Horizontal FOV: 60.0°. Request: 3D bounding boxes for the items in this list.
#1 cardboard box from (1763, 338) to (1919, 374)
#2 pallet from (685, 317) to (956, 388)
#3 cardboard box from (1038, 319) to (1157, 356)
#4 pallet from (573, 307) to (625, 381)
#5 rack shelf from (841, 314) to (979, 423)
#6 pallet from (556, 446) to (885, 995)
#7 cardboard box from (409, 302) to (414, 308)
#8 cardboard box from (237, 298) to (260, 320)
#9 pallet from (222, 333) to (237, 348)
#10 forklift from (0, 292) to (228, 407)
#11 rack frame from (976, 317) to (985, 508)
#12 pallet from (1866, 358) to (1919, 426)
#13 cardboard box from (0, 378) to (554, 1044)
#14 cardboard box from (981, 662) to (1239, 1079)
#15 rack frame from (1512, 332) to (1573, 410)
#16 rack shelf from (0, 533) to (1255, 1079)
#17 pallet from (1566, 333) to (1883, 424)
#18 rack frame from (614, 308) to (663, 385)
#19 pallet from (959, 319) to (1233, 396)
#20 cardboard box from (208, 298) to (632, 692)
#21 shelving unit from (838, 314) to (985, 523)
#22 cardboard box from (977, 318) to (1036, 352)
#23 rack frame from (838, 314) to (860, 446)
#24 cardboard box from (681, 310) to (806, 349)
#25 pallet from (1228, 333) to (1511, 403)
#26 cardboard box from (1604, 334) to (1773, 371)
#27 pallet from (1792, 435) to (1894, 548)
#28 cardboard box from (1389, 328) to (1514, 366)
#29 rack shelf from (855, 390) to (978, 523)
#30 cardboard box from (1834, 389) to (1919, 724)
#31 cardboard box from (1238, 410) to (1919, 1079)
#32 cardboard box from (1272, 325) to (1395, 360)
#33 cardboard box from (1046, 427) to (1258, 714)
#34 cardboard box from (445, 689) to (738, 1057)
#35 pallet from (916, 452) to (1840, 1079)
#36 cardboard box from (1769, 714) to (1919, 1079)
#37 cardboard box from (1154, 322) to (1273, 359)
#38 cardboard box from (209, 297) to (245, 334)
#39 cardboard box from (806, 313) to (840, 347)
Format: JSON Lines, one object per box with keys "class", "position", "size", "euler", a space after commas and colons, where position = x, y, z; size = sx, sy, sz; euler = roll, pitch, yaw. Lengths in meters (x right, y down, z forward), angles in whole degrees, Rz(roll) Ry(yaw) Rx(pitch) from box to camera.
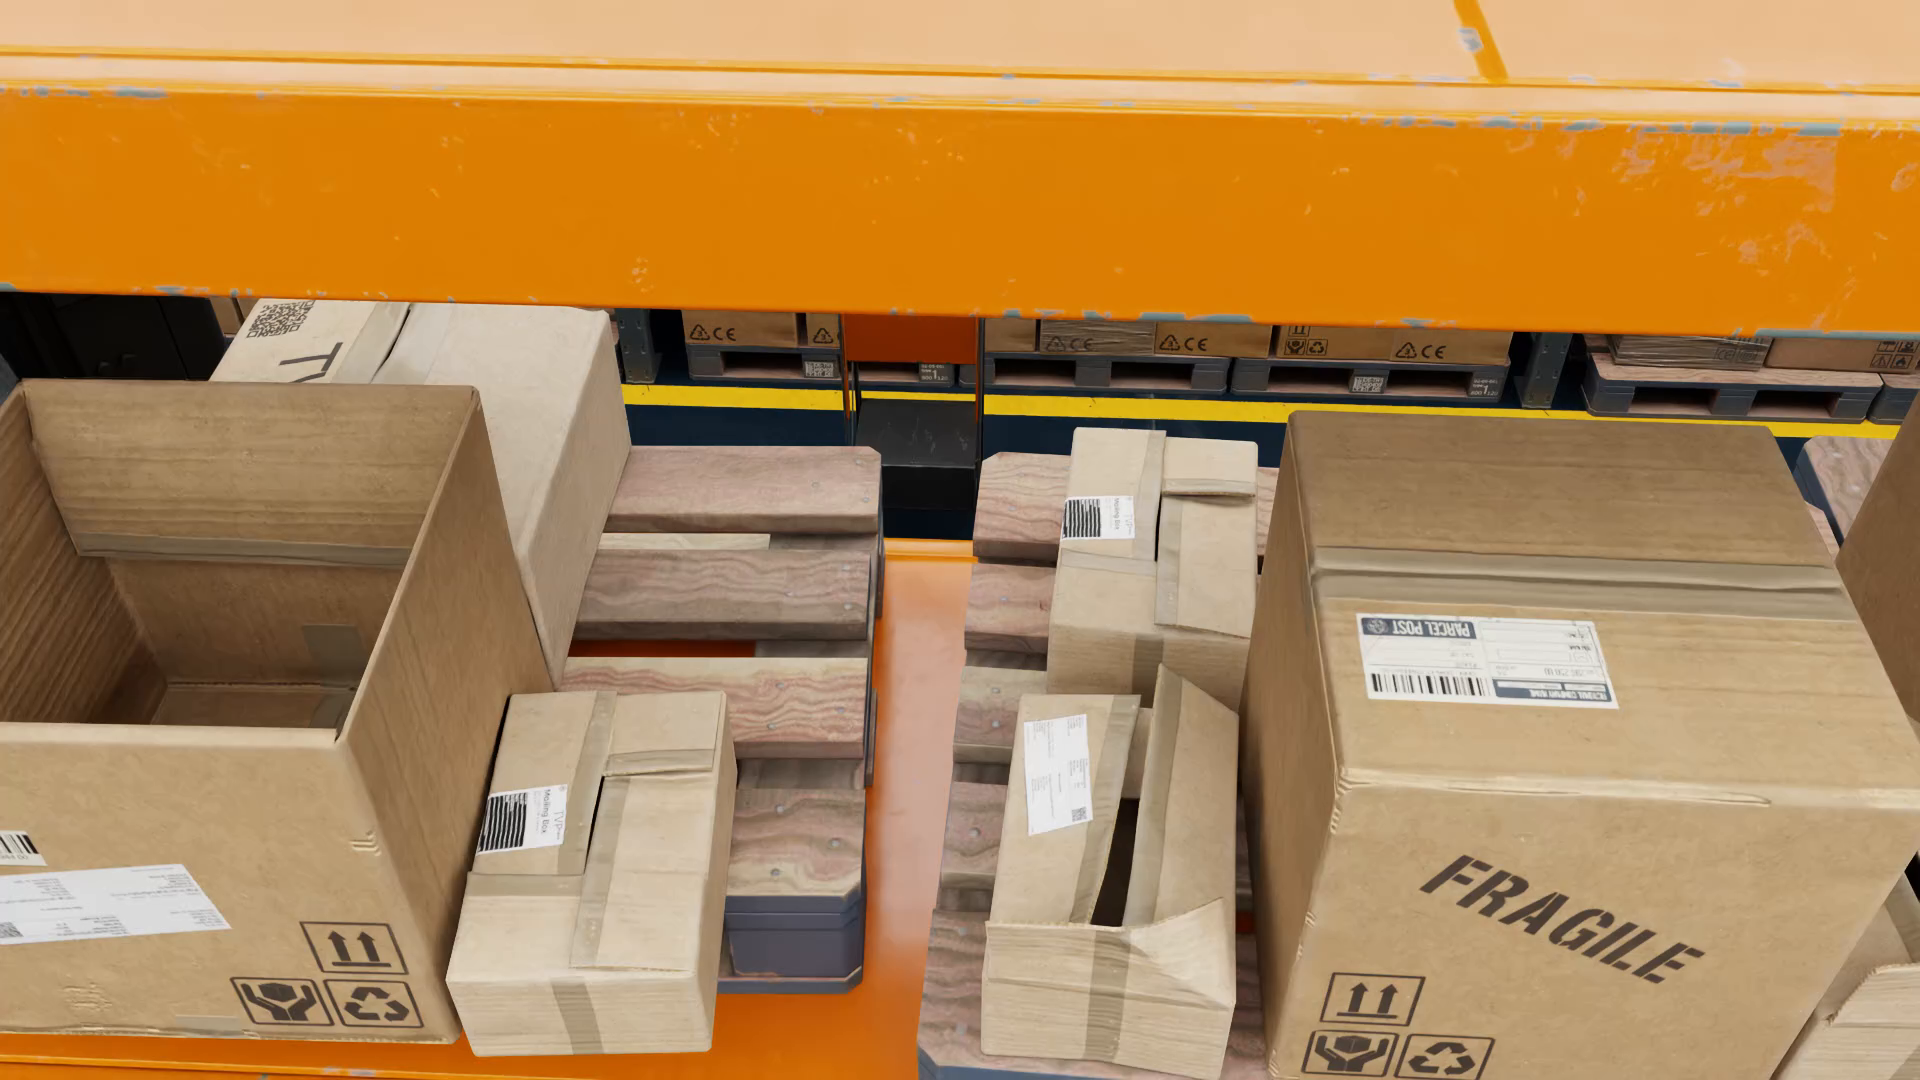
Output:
{"class": "cardboard box", "position": [3.852, -1.257, 7.332], "size": [0.625, 0.625, 0.875], "euler": [3, 43, 3]}
{"class": "pallet", "position": [-0.605, -1.118, 7.796], "size": [1.213, 0.211, 1.003], "euler": [2, 43, 2]}
{"class": "cardboard box", "position": [0.602, -1.161, 7.321], "size": [0.500, 0.500, 0.500], "euler": [0, 43, 0]}
{"class": "pallet", "position": [-2.106, -1.139, 7.818], "size": [1.213, 0.211, 1.003], "euler": [2, 43, 2]}
{"class": "rack shelf", "position": [-0.165, -0.763, 6.049], "size": [0.480, 0.518, 0.431], "euler": [2, 43, 2]}
{"class": "pallet", "position": [-0.721, 0.209, 2.265], "size": [1.217, 0.209, 0.805], "euler": [0, 43, 0]}
{"class": "cardboard box", "position": [-2.346, -1.119, 7.449], "size": [0.258, 0.266, 0.396], "euler": [3, 43, 3]}
{"class": "cardboard box", "position": [-2.920, -1.332, 7.505], "size": [0.500, 0.500, 0.700], "euler": [0, 43, 0]}
{"class": "pallet", "position": [-3.328, -1.175, 7.856], "size": [1.213, 0.211, 1.003], "euler": [2, 43, 2]}
{"class": "forklift", "position": [-2.422, 0.358, 4.215], "size": [3.031, 2.935, 1.130], "euler": [-30, 51, -28]}
{"class": "rack frame", "position": [0.078, -0.766, 6.032], "size": [0.015, 2.100, 0.400], "euler": [2, 43, 2]}
{"class": "pallet", "position": [4.612, -0.904, 7.565], "size": [1.213, 0.211, 1.003], "euler": [2, 43, 2]}
{"class": "cardboard box", "position": [-0.772, 0.179, 1.775], "size": [0.500, 0.500, 0.500], "euler": [1, 43, 1]}
{"class": "cardboard box", "position": [0.170, 0.335, 1.780], "size": [0.258, 0.266, 0.396], "euler": [5, 43, 5]}
{"class": "rack frame", "position": [2.576, -2.015, 6.712], "size": [0.127, 3.000, 1.000], "euler": [2, 43, 2]}
{"class": "rack shelf", "position": [0.358, 0.469, 2.373], "size": [4.000, 0.370, 1.077], "euler": [2, 43, 2]}
{"class": "pallet", "position": [3.397, -0.943, 7.607], "size": [1.213, 0.211, 1.003], "euler": [2, 43, 2]}
{"class": "rack frame", "position": [-1.420, -2.138, 6.844], "size": [0.127, 3.000, 1.000], "euler": [2, 43, 2]}
{"class": "pallet", "position": [0.616, -1.083, 7.757], "size": [1.213, 0.211, 1.003], "euler": [2, 43, 2]}
{"class": "cardboard box", "position": [-0.750, -0.092, 2.205], "size": [0.500, 0.311, 0.500], "euler": [2, 43, 2]}
{"class": "shelving unit", "position": [-0.165, -0.773, 6.040], "size": [0.503, 2.100, 0.431], "euler": [2, 43, 2]}
{"class": "cardboard box", "position": [0.084, -1.181, 7.343], "size": [0.500, 0.500, 0.500], "euler": [1, 43, 1]}
{"class": "rack frame", "position": [-0.409, -0.781, 6.048], "size": [0.015, 2.100, 0.400], "euler": [2, 43, 2]}
{"class": "cardboard box", "position": [-0.947, -1.209, 7.373], "size": [0.500, 0.500, 0.500], "euler": [3, 43, 4]}
{"class": "pallet", "position": [1.832, -1.043, 7.715], "size": [1.213, 0.211, 1.003], "euler": [2, 43, 2]}
{"class": "cardboard box", "position": [3.199, -1.271, 7.348], "size": [0.625, 0.625, 0.875], "euler": [3, 43, 3]}
{"class": "pallet", "position": [1.711, 0.353, 2.109], "size": [1.003, 0.211, 1.213], "euler": [4, 43, 4]}
{"class": "cardboard box", "position": [2.144, -1.121, 7.278], "size": [0.500, 0.500, 0.500], "euler": [3, 43, 3]}
{"class": "rack shelf", "position": [-0.165, -0.251, 6.526], "size": [0.480, 0.518, 0.431], "euler": [2, 43, 2]}
{"class": "cardboard box", "position": [1.359, 0.176, 1.778], "size": [0.500, 0.500, 0.700], "euler": [0, 43, 0]}
{"class": "cardboard box", "position": [0.583, 0.221, 1.731], "size": [0.500, 0.500, 0.500], "euler": [2, 43, 2]}
{"class": "cardboard box", "position": [1.645, -1.143, 7.302], "size": [0.500, 0.500, 0.500], "euler": [1, 43, 1]}
{"class": "cardboard box", "position": [0.256, 0.032, 2.177], "size": [0.250, 0.166, 0.380], "euler": [5, 43, 5]}
{"class": "cardboard box", "position": [-0.391, 0.354, 1.832], "size": [0.250, 0.166, 0.380], "euler": [-1, 43, -1]}
{"class": "pallet", "position": [0.593, 0.321, 2.143], "size": [1.213, 0.211, 1.003], "euler": [4, 43, 4]}
{"class": "cardboard box", "position": [0.965, 0.359, 1.754], "size": [0.258, 0.266, 0.396], "euler": [1, 43, 1]}
{"class": "cardboard box", "position": [1.122, -1.157, 7.318], "size": [0.500, 0.500, 0.500], "euler": [3, 43, 4]}
{"class": "cardboard box", "position": [-3.433, -1.279, 7.448], "size": [0.500, 0.500, 0.500], "euler": [3, 43, 3]}
{"class": "cardboard box", "position": [-0.414, -1.199, 7.362], "size": [0.500, 0.500, 0.500], "euler": [1, 43, 1]}
